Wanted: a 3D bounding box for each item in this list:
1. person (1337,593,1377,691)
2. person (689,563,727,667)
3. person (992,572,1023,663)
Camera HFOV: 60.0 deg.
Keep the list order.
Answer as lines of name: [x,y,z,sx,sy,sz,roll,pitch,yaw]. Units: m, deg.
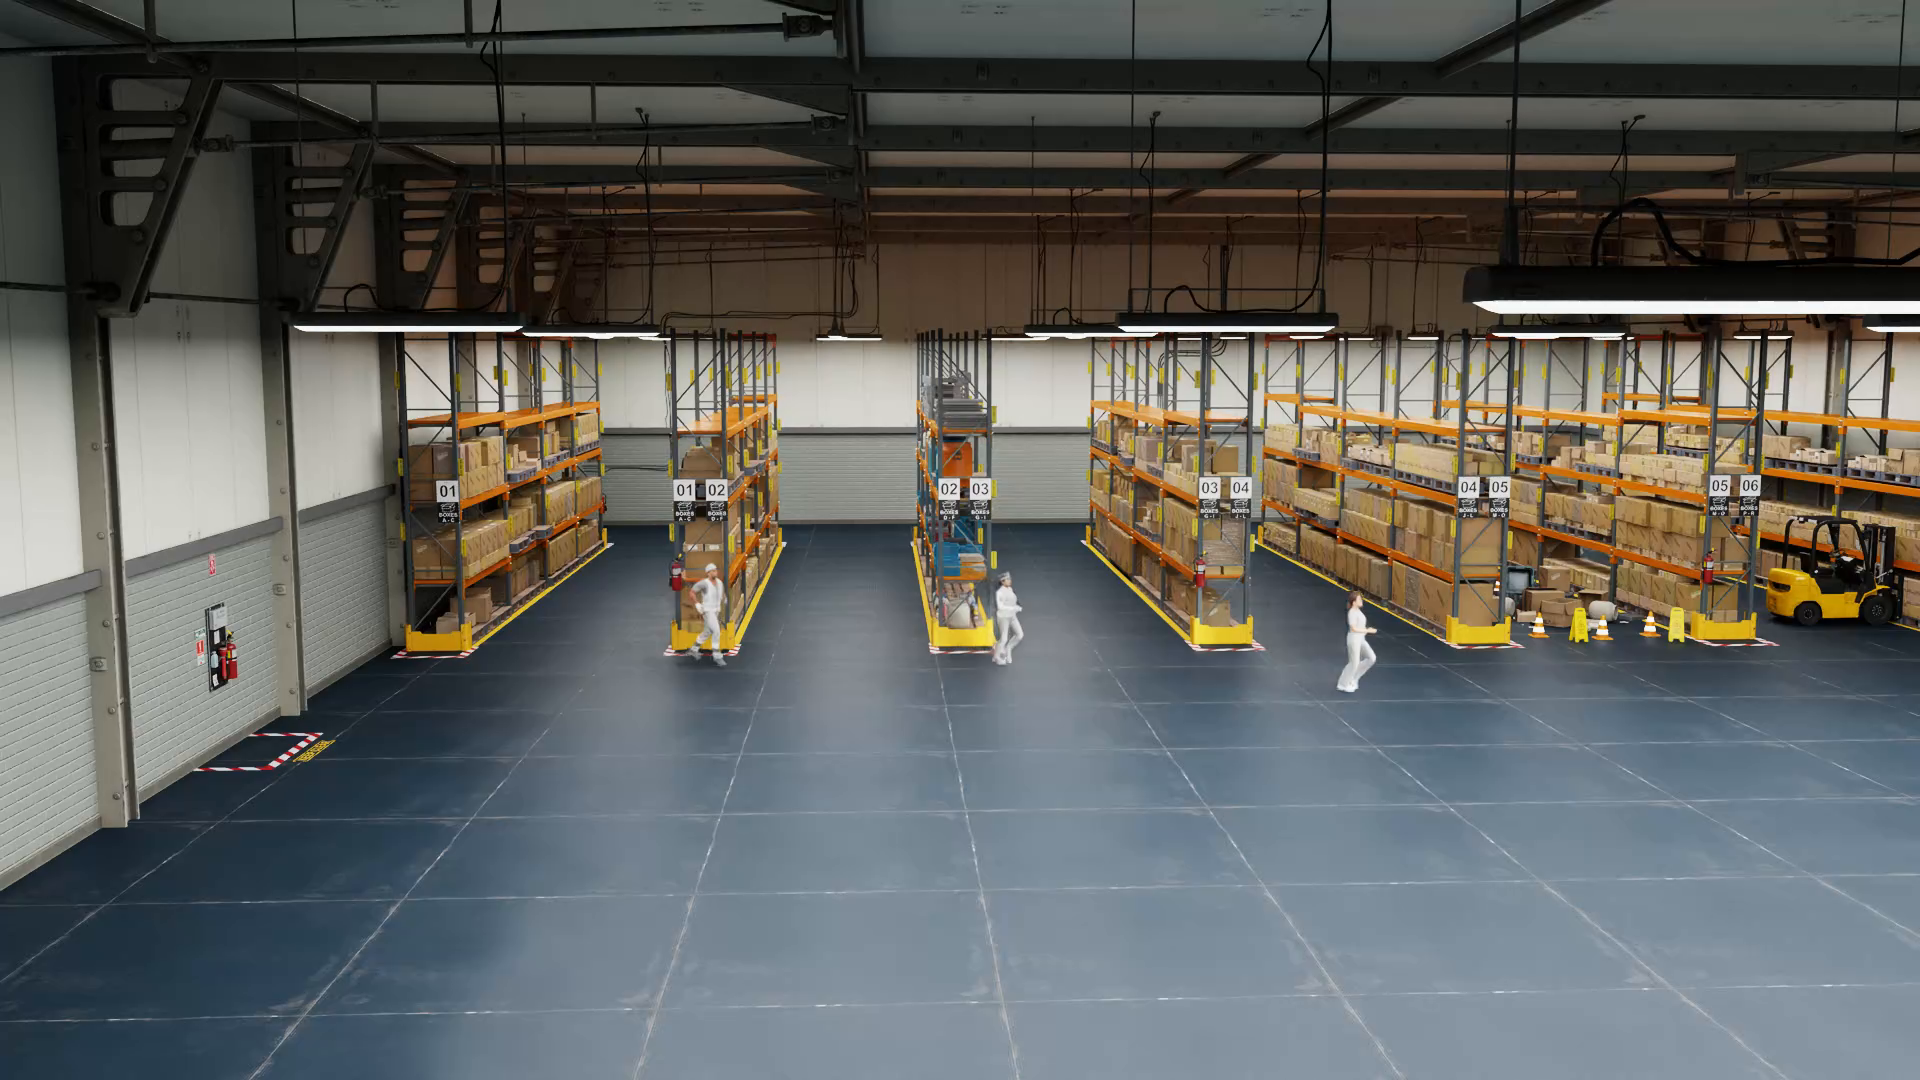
person: [6.548,1.685,27.370,0.631,1.614,0.542,4,8,30]
person: [-4.477,1.312,29.802,0.905,1.809,0.664,4,8,28]
person: [0.864,1.387,29.687,0.632,1.661,0.587,5,8,36]
